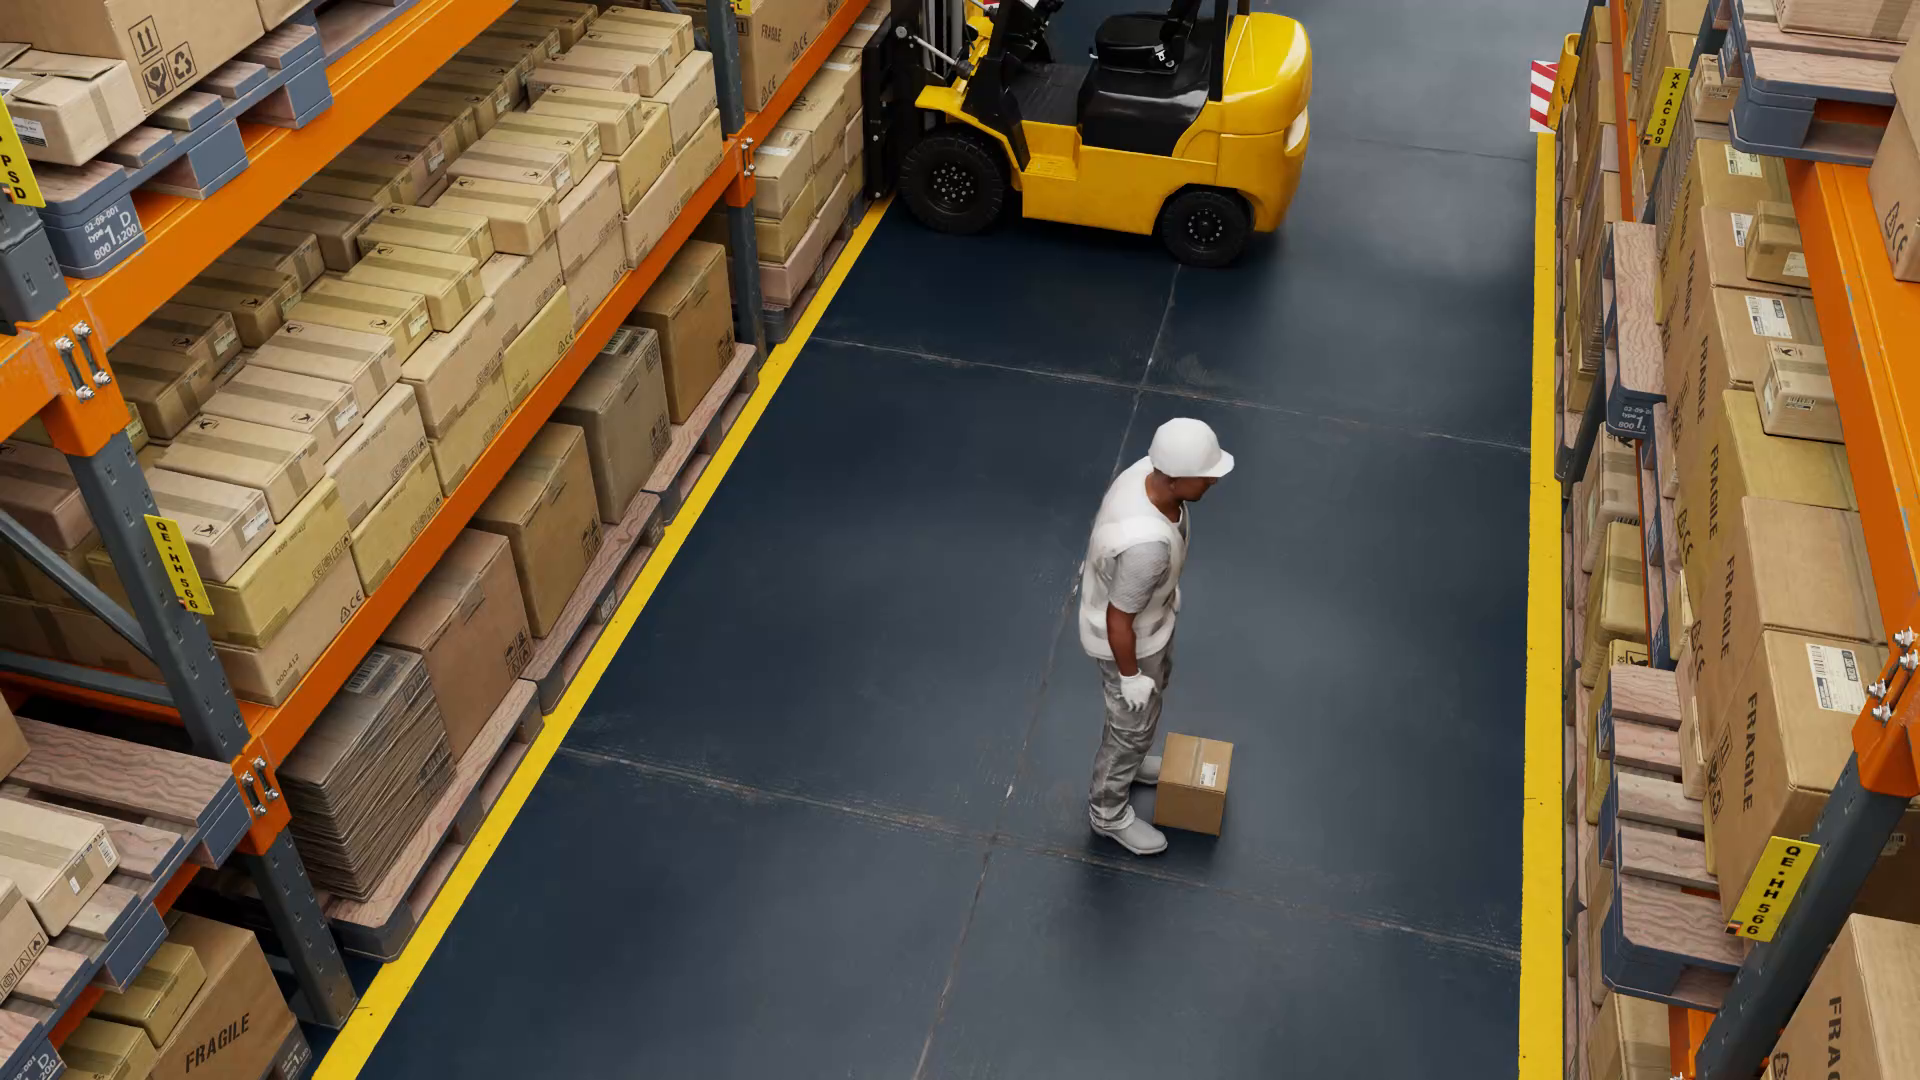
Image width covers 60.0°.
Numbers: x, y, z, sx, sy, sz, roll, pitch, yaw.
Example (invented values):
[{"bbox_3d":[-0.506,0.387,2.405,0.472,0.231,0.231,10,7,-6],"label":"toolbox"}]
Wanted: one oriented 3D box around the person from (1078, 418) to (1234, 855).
[{"bbox_3d":[0.643,0.313,5.786,0.451,1.773,0.615,10,42,11],"label":"person"}]
